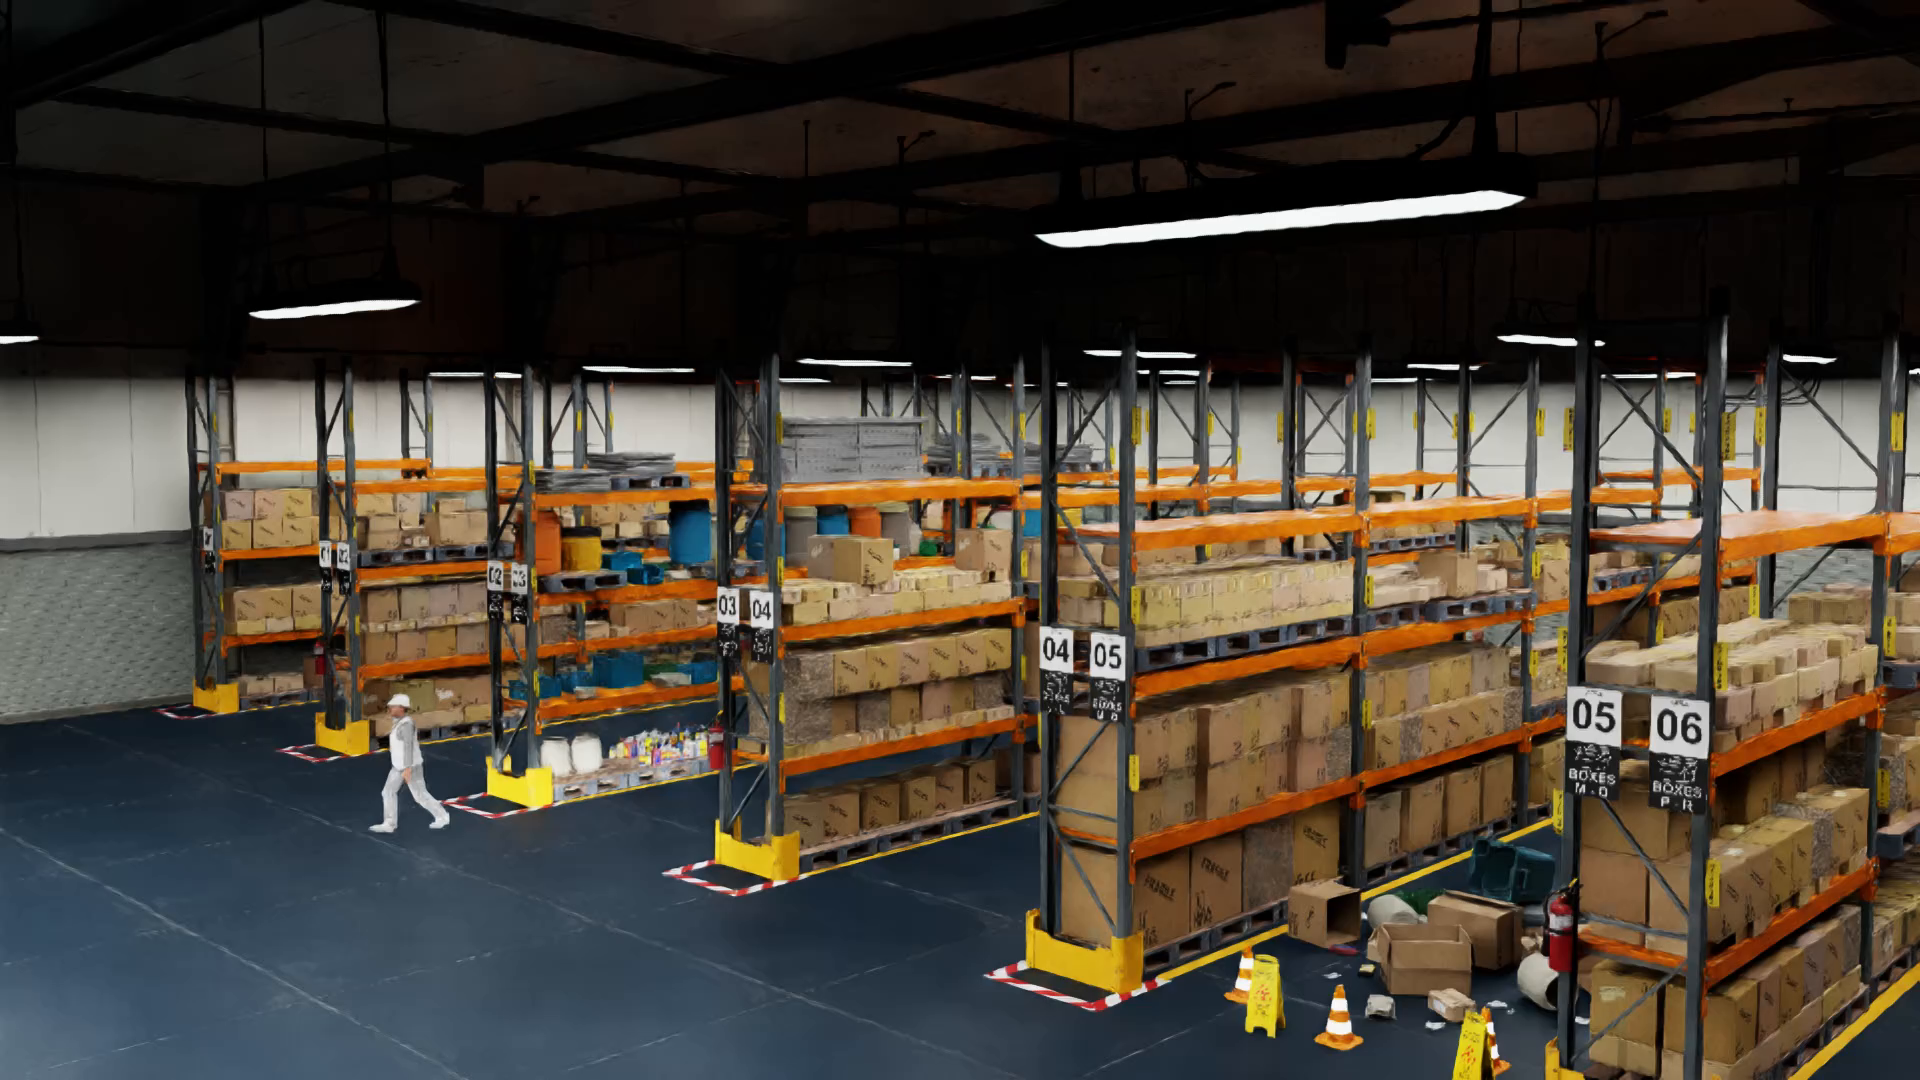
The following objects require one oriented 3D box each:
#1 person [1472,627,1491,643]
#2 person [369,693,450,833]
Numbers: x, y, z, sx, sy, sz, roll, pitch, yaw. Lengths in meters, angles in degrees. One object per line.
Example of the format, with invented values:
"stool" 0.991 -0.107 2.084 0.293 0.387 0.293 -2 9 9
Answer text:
"person" 8.523 2.238 27.344 1.115 1.648 0.543 -4 6 -44
"person" -6.758 2.739 20.403 0.925 1.736 0.558 -3 5 -30
